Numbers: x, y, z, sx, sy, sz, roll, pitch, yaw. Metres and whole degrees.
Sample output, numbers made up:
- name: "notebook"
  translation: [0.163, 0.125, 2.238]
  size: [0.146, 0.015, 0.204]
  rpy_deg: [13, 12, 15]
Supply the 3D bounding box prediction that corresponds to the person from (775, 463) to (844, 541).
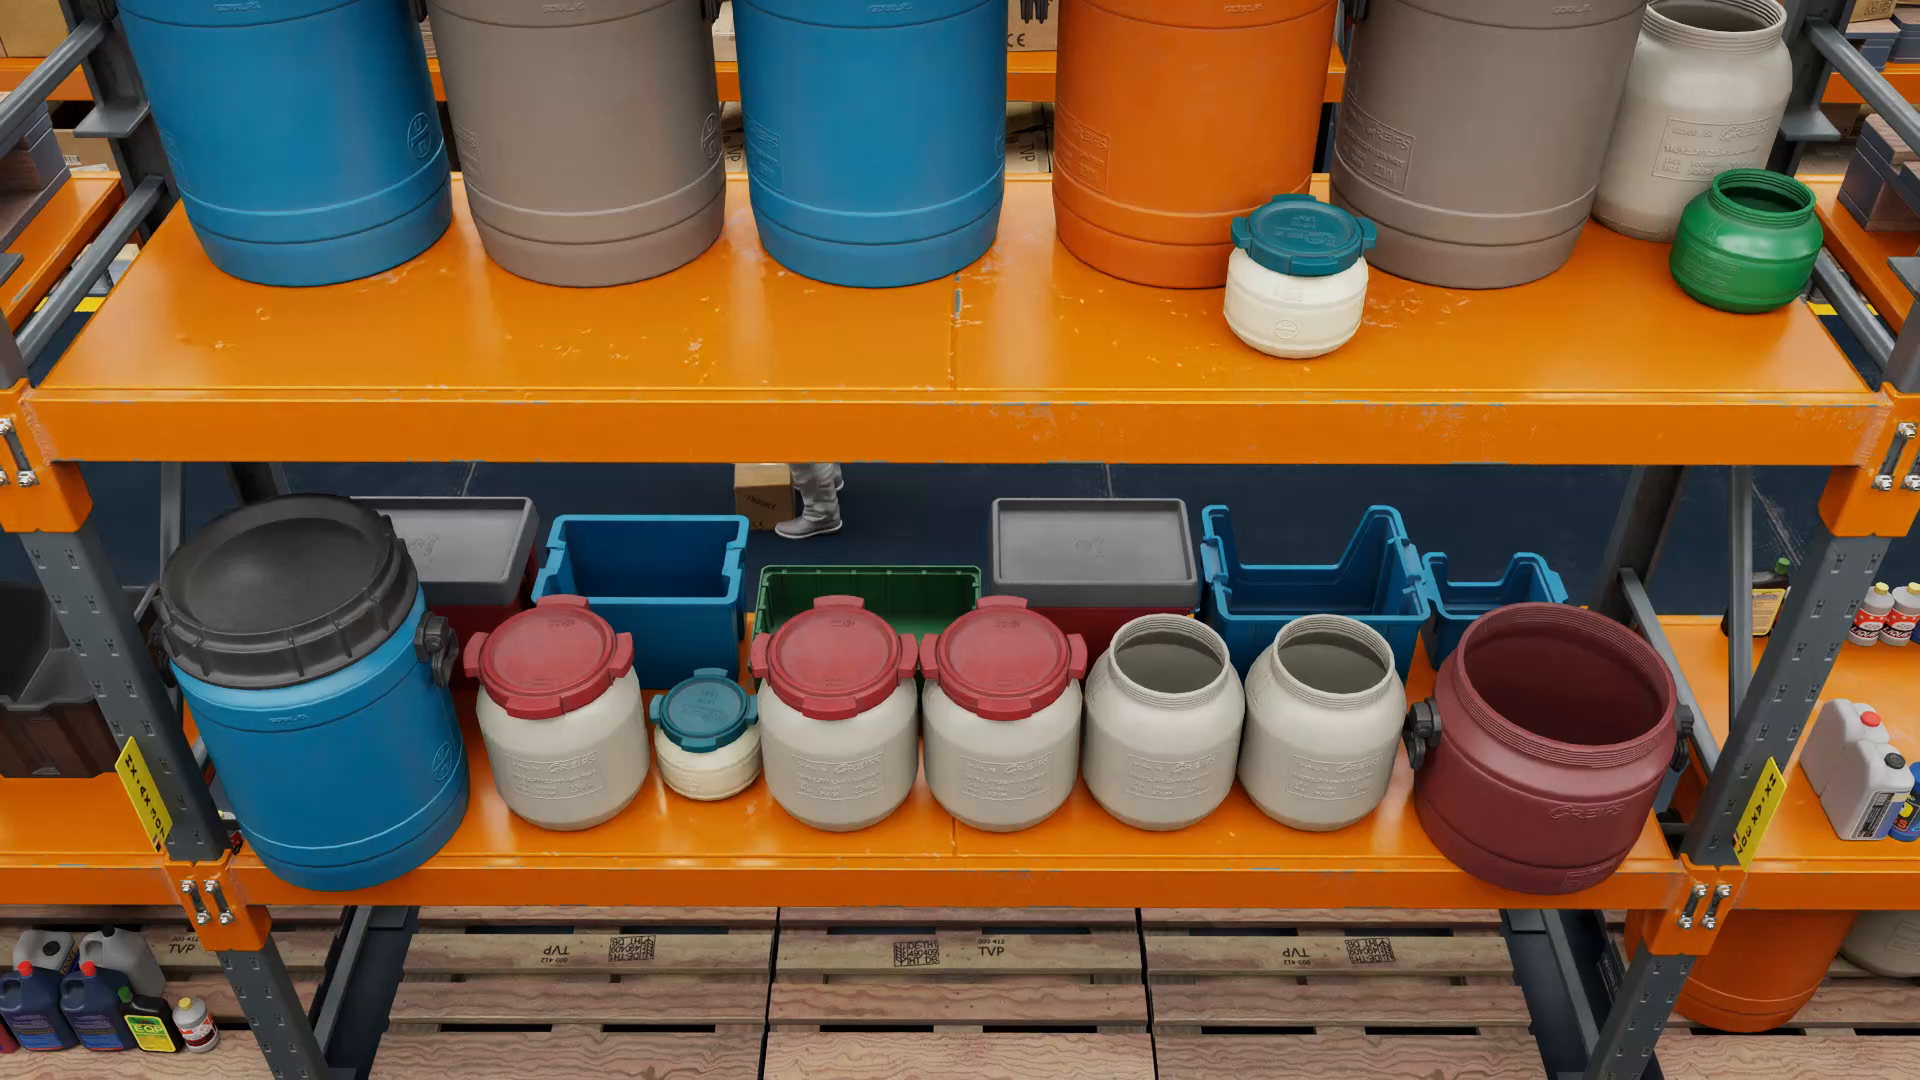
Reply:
- name: "person"
  translation: [-0.665, -0.772, 7.077]
  size: [0.466, 1.665, 0.542]
  rpy_deg: [-1, 40, -2]
